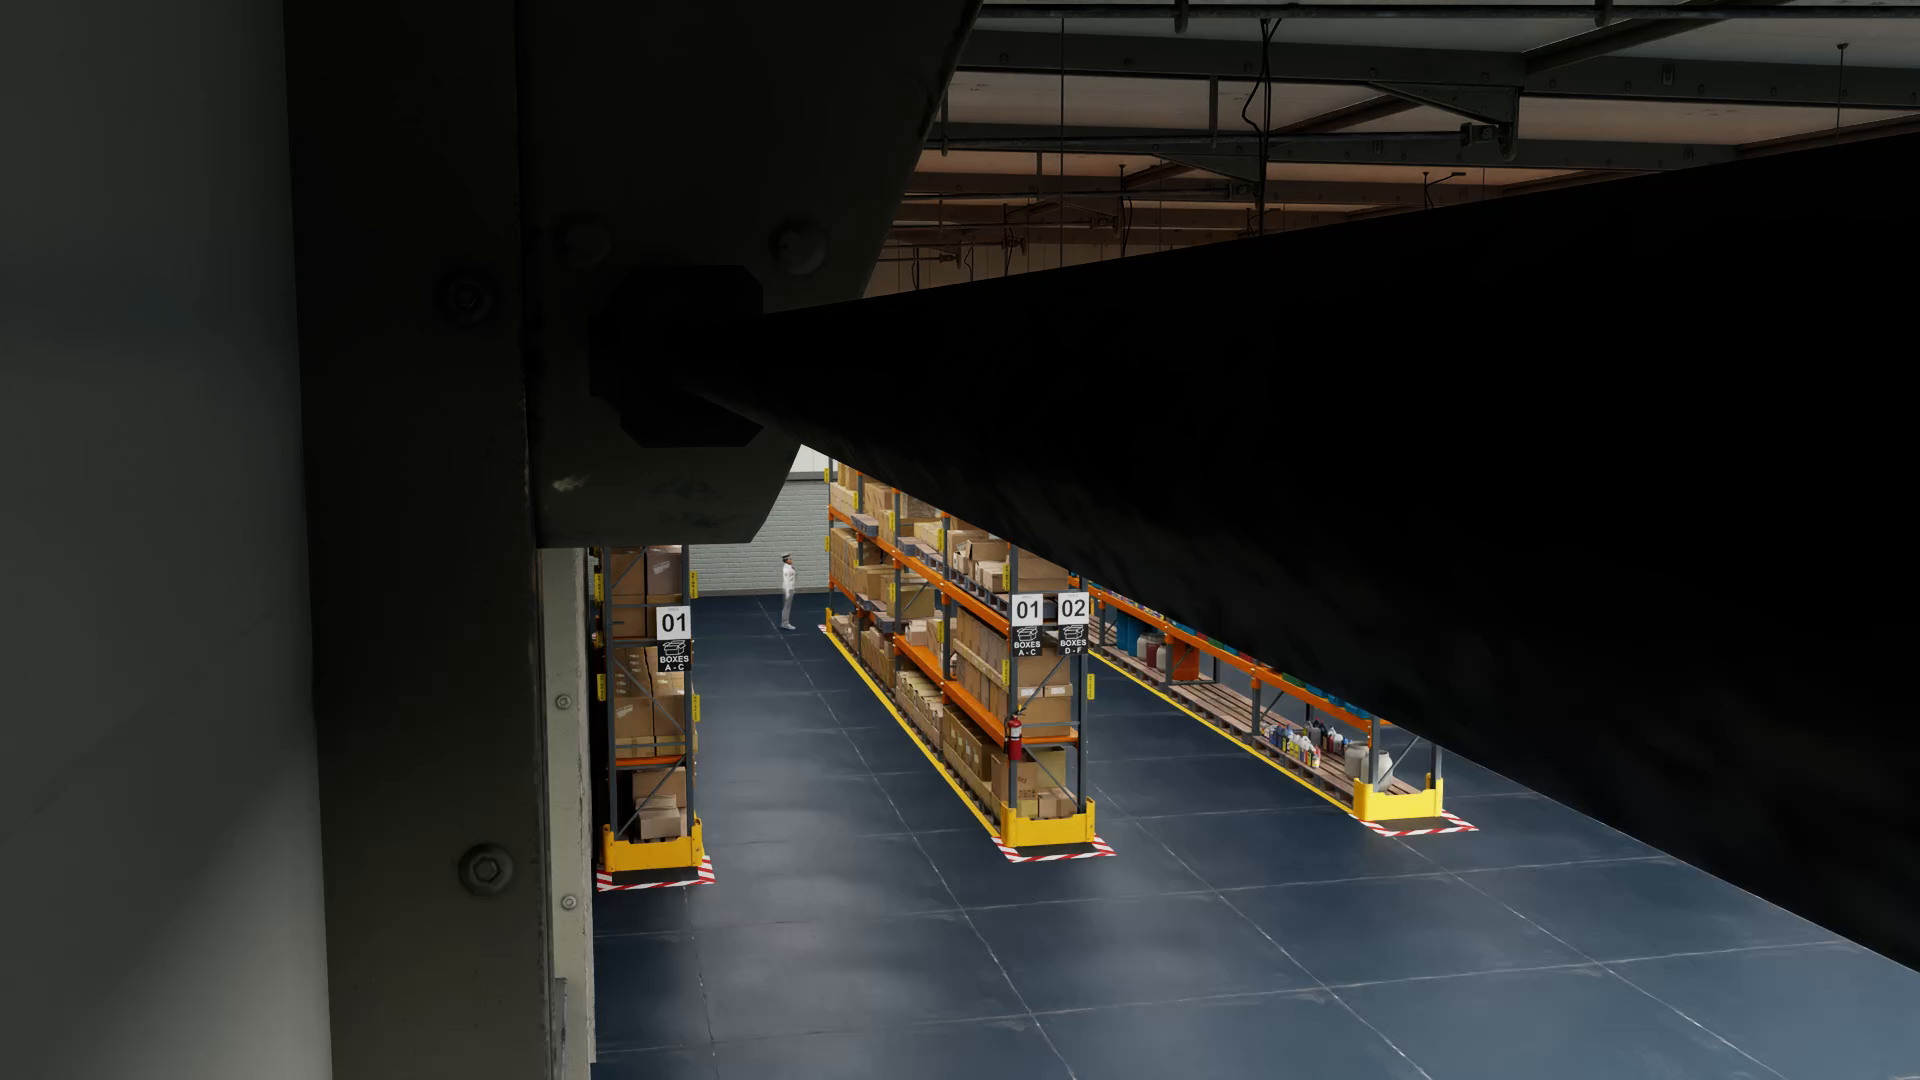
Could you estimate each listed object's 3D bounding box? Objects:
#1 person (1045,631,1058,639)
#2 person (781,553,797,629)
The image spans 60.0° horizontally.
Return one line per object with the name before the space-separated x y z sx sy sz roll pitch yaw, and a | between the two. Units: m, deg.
person | 1.735 1.962 30.076 0.475 1.606 0.952 -2 7 -18
person | -3.803 1.122 36.874 0.363 1.697 0.548 0 7 -2
